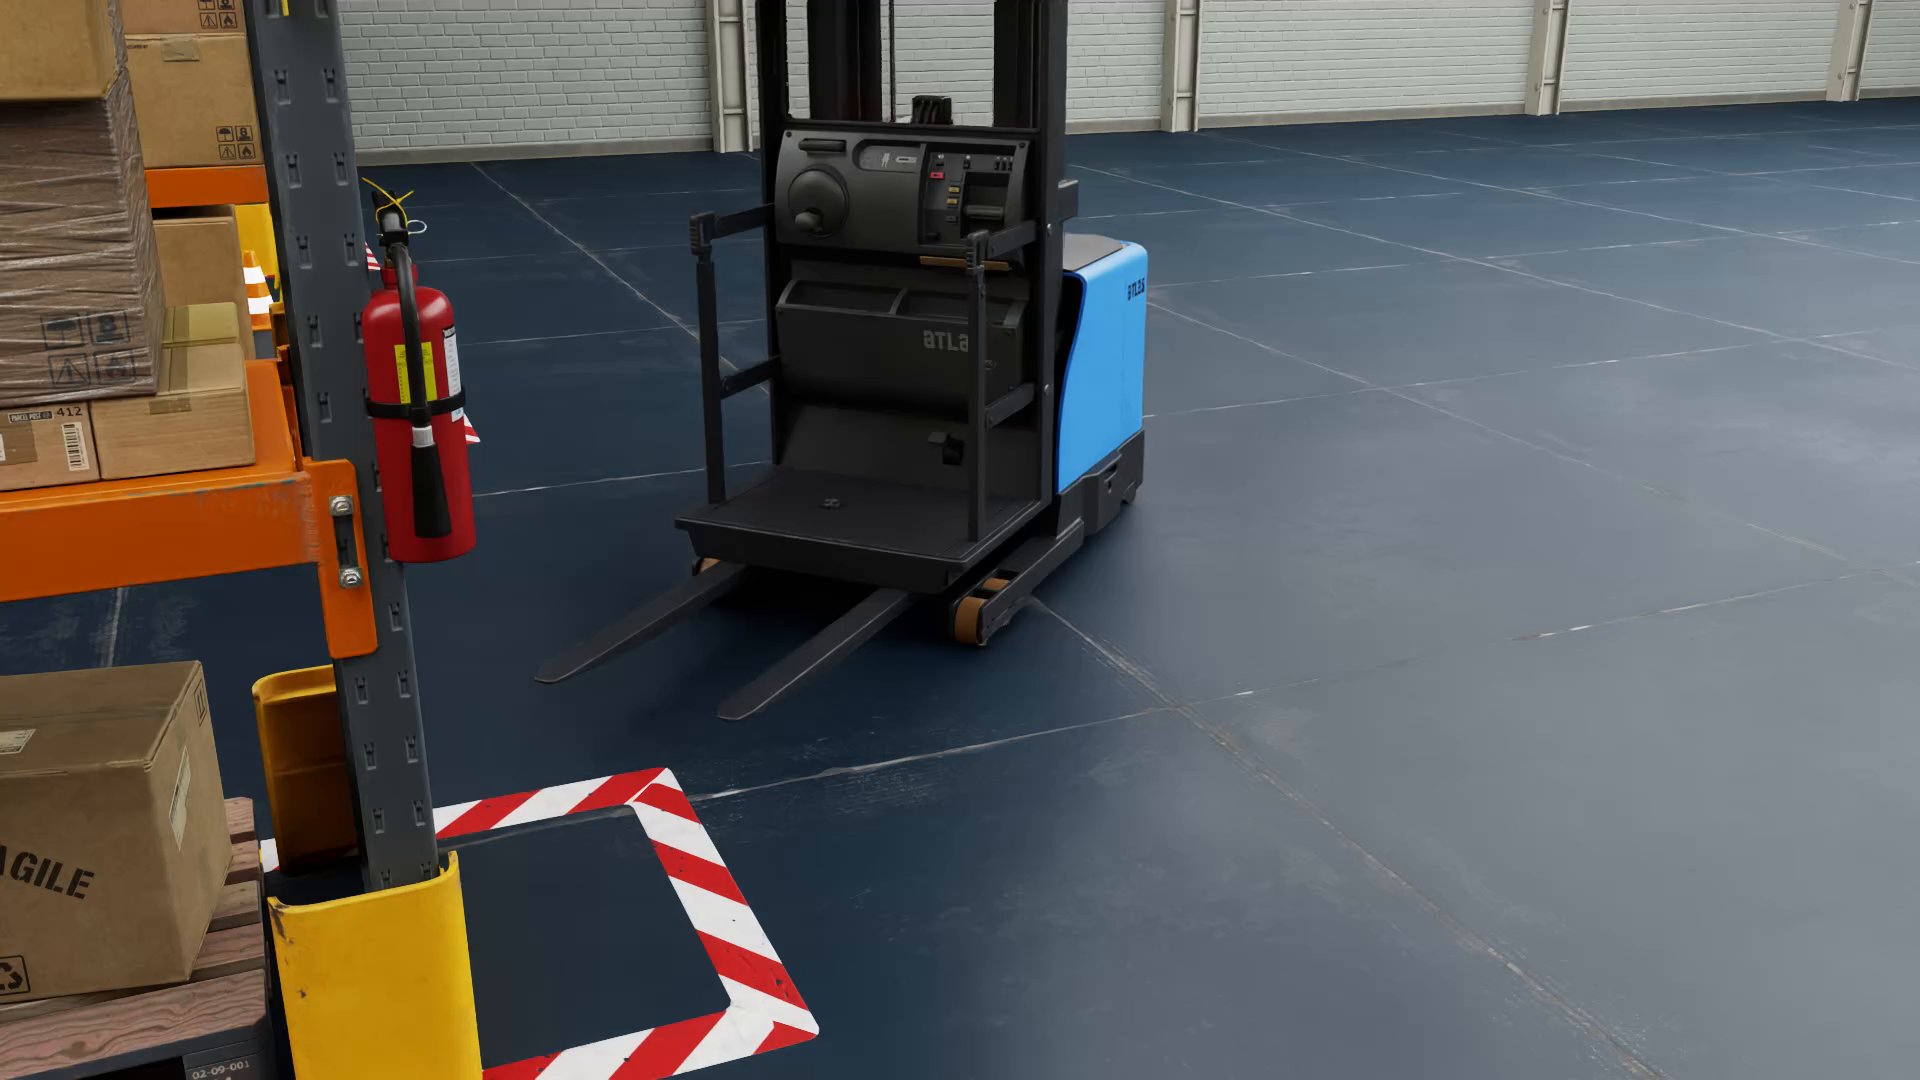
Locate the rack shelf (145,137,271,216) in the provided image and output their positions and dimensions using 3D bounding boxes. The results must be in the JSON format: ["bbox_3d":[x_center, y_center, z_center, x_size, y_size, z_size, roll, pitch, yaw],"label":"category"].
[{"bbox_3d":[-4.980,-1.386,7.026,4.000,0.370,1.077,-8,21,-22],"label":"rack shelf"}]

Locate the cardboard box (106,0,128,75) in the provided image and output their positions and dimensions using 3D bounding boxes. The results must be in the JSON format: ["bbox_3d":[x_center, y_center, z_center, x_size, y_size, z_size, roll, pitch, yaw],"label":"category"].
[{"bbox_3d":[-1.885,-1.133,3.119,0.500,0.500,0.500,-8,21,-22],"label":"cardboard box"}]

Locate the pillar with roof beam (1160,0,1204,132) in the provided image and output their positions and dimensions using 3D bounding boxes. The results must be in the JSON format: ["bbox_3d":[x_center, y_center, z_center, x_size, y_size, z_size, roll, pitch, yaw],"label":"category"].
[{"bbox_3d":[4.560,-8.277,16.480,0.400,9.000,9.100,-8,21,-22],"label":"pillar with roof beam"}]

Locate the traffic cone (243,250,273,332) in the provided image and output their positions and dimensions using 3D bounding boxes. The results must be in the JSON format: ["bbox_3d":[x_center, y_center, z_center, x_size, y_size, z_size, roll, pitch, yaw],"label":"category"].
[{"bbox_3d":[-4.329,-1.545,10.212,0.334,0.463,0.336,-8,21,-22],"label":"traffic cone"}]

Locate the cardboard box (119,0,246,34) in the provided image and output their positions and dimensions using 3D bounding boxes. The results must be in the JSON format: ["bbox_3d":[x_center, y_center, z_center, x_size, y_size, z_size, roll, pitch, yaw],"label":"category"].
[{"bbox_3d":[-3.500,-2.532,7.344,0.550,0.550,0.875,-8,21,-22],"label":"cardboard box"}]

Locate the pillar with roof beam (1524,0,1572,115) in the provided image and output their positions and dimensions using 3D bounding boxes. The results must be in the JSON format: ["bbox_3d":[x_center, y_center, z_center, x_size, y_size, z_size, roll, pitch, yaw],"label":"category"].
[{"bbox_3d":[10.070,-9.066,18.721,0.400,9.000,9.100,-8,21,-22],"label":"pillar with roof beam"}]

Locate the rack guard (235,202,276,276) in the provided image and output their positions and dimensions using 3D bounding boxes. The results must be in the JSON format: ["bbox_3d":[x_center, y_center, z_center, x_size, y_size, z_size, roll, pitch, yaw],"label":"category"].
[{"bbox_3d":[-5.267,-2.296,12.290,0.348,0.500,1.175,-8,21,-22],"label":"rack guard"}]

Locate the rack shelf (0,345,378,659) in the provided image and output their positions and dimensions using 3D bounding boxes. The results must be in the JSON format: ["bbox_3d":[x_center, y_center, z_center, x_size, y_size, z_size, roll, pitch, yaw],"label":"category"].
[{"bbox_3d":[-3.108,0.140,2.692,4.000,0.370,1.077,-8,21,-22],"label":"rack shelf"}]

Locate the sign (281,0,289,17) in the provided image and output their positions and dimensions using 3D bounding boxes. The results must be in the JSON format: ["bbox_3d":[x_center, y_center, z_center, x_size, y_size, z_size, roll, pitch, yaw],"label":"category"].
[{"bbox_3d":[-1.071,-0.986,2.587,0.005,0.325,0.100,-8,21,-22],"label":"sign"}]

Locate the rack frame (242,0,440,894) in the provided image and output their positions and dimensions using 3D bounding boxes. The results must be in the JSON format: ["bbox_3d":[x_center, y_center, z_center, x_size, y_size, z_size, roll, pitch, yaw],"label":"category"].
[{"bbox_3d":[-1.272,-0.463,3.320,0.127,3.000,1.000,-8,21,-22],"label":"rack frame"}]

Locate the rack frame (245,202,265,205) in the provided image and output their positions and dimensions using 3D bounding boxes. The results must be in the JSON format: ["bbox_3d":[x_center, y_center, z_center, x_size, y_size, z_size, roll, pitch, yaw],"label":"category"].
[{"bbox_3d":[-5.197,-3.485,11.903,0.127,3.000,1.000,-8,21,-22],"label":"rack frame"}]

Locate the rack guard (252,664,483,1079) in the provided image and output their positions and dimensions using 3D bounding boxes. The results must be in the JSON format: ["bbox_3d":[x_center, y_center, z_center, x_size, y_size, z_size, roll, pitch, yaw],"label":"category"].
[{"bbox_3d":[-1.342,0.726,3.707,0.348,0.500,1.175,-8,21,-22],"label":"rack guard"}]

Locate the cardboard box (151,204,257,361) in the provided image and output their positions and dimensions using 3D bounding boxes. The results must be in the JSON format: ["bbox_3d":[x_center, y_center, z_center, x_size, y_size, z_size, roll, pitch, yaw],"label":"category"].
[{"bbox_3d":[-3.740,-1.075,7.626,0.875,0.875,0.875,-8,21,-22],"label":"cardboard box"}]

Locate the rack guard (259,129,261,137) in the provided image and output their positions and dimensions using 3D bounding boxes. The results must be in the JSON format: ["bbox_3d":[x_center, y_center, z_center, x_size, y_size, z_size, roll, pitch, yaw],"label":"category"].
[{"bbox_3d":[-7.145,-3.822,16.625,0.348,0.500,1.175,-8,21,-22],"label":"rack guard"}]

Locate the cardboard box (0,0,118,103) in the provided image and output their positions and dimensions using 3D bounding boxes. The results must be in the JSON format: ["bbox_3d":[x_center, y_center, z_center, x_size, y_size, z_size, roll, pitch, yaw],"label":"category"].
[{"bbox_3d":[-1.679,-0.974,2.668,0.500,0.500,0.500,-8,21,-22],"label":"cardboard box"}]

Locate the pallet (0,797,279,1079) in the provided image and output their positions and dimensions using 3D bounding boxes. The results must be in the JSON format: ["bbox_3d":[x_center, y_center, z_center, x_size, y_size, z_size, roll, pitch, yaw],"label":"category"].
[{"bbox_3d":[-2.102,0.959,3.482,1.213,0.211,1.003,-8,21,-22],"label":"pallet"}]

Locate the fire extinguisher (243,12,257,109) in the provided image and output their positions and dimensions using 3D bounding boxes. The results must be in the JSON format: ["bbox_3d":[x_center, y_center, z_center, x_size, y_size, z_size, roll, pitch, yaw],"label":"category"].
[{"bbox_3d":[-4.910,-3.323,11.560,0.183,0.674,0.296,-8,21,-22],"label":"fire extinguisher"}]

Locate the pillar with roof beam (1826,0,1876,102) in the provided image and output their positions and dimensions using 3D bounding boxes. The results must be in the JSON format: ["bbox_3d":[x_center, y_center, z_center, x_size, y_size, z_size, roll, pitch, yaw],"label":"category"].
[{"bbox_3d":[15.579,-9.855,20.963,0.400,9.000,9.100,-8,21,-22],"label":"pillar with roof beam"}]

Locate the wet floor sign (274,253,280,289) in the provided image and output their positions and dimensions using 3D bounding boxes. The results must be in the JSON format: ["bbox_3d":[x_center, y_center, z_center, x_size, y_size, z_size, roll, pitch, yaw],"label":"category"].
[{"bbox_3d":[-4.599,-2.073,11.438,0.232,0.644,0.267,-1,19,-3],"label":"wet floor sign"}]

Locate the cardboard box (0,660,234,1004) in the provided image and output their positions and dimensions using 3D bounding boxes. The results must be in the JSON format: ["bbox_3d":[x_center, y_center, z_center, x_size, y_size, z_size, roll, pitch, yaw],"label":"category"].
[{"bbox_3d":[-1.852,0.595,3.447,0.500,0.500,0.500,-4,20,-12],"label":"cardboard box"}]

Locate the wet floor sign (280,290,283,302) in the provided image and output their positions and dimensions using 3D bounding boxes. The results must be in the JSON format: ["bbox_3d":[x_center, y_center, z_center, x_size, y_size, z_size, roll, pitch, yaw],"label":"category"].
[{"bbox_3d":[-3.902,-1.486,9.770,0.232,0.644,0.267,-12,23,-31],"label":"wet floor sign"}]

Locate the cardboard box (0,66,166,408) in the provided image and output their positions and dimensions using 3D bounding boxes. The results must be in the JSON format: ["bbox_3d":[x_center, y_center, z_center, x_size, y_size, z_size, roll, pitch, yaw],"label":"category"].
[{"bbox_3d":[-1.788,-0.586,3.072,0.500,0.500,0.875,-8,21,-22],"label":"cardboard box"}]

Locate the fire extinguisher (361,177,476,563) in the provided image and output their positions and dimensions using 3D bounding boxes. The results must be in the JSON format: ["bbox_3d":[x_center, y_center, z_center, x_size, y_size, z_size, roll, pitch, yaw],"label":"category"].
[{"bbox_3d":[-0.984,-0.301,2.977,0.183,0.674,0.296,-8,21,-22],"label":"fire extinguisher"}]

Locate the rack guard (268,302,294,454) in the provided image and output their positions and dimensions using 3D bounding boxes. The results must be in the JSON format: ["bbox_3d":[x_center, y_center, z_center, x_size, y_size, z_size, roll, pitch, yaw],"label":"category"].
[{"bbox_3d":[-3.122,-0.813,8.078,0.348,0.500,1.175,-8,21,-22],"label":"rack guard"}]

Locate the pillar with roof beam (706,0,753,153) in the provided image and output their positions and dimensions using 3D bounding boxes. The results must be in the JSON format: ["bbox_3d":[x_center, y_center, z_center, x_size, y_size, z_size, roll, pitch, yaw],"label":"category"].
[{"bbox_3d":[-0.949,-7.488,14.238,0.400,9.000,9.100,-8,21,-22],"label":"pillar with roof beam"}]

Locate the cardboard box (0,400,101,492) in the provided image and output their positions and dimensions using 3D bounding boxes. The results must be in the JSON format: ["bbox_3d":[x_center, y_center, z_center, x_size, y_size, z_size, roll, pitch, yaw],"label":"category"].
[{"bbox_3d":[-1.682,-0.211,2.984,0.250,0.149,0.380,-8,21,-22],"label":"cardboard box"}]

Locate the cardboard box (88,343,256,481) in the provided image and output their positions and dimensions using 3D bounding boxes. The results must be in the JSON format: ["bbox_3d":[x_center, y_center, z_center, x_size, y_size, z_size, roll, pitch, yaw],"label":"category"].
[{"bbox_3d":[-1.452,-0.244,3.077,0.250,0.149,0.380,-8,21,-22],"label":"cardboard box"}]

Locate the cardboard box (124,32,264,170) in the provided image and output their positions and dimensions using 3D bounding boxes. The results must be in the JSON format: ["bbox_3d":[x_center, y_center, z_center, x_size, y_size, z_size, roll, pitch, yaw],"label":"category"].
[{"bbox_3d":[-3.467,-1.997,7.451,0.550,0.550,0.875,-8,21,-22],"label":"cardboard box"}]

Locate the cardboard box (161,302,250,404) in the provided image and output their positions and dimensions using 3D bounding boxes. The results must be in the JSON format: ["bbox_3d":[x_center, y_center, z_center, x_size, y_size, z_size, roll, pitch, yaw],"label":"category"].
[{"bbox_3d":[-1.628,-0.380,3.462,0.250,0.149,0.380,-8,21,-22],"label":"cardboard box"}]

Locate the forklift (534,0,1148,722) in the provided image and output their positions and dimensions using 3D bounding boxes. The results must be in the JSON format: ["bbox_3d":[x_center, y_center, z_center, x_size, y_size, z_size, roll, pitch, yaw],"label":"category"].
[{"bbox_3d":[-0.292,-1.191,5.490,1.130,2.935,3.031,8,21,23],"label":"forklift"}]
